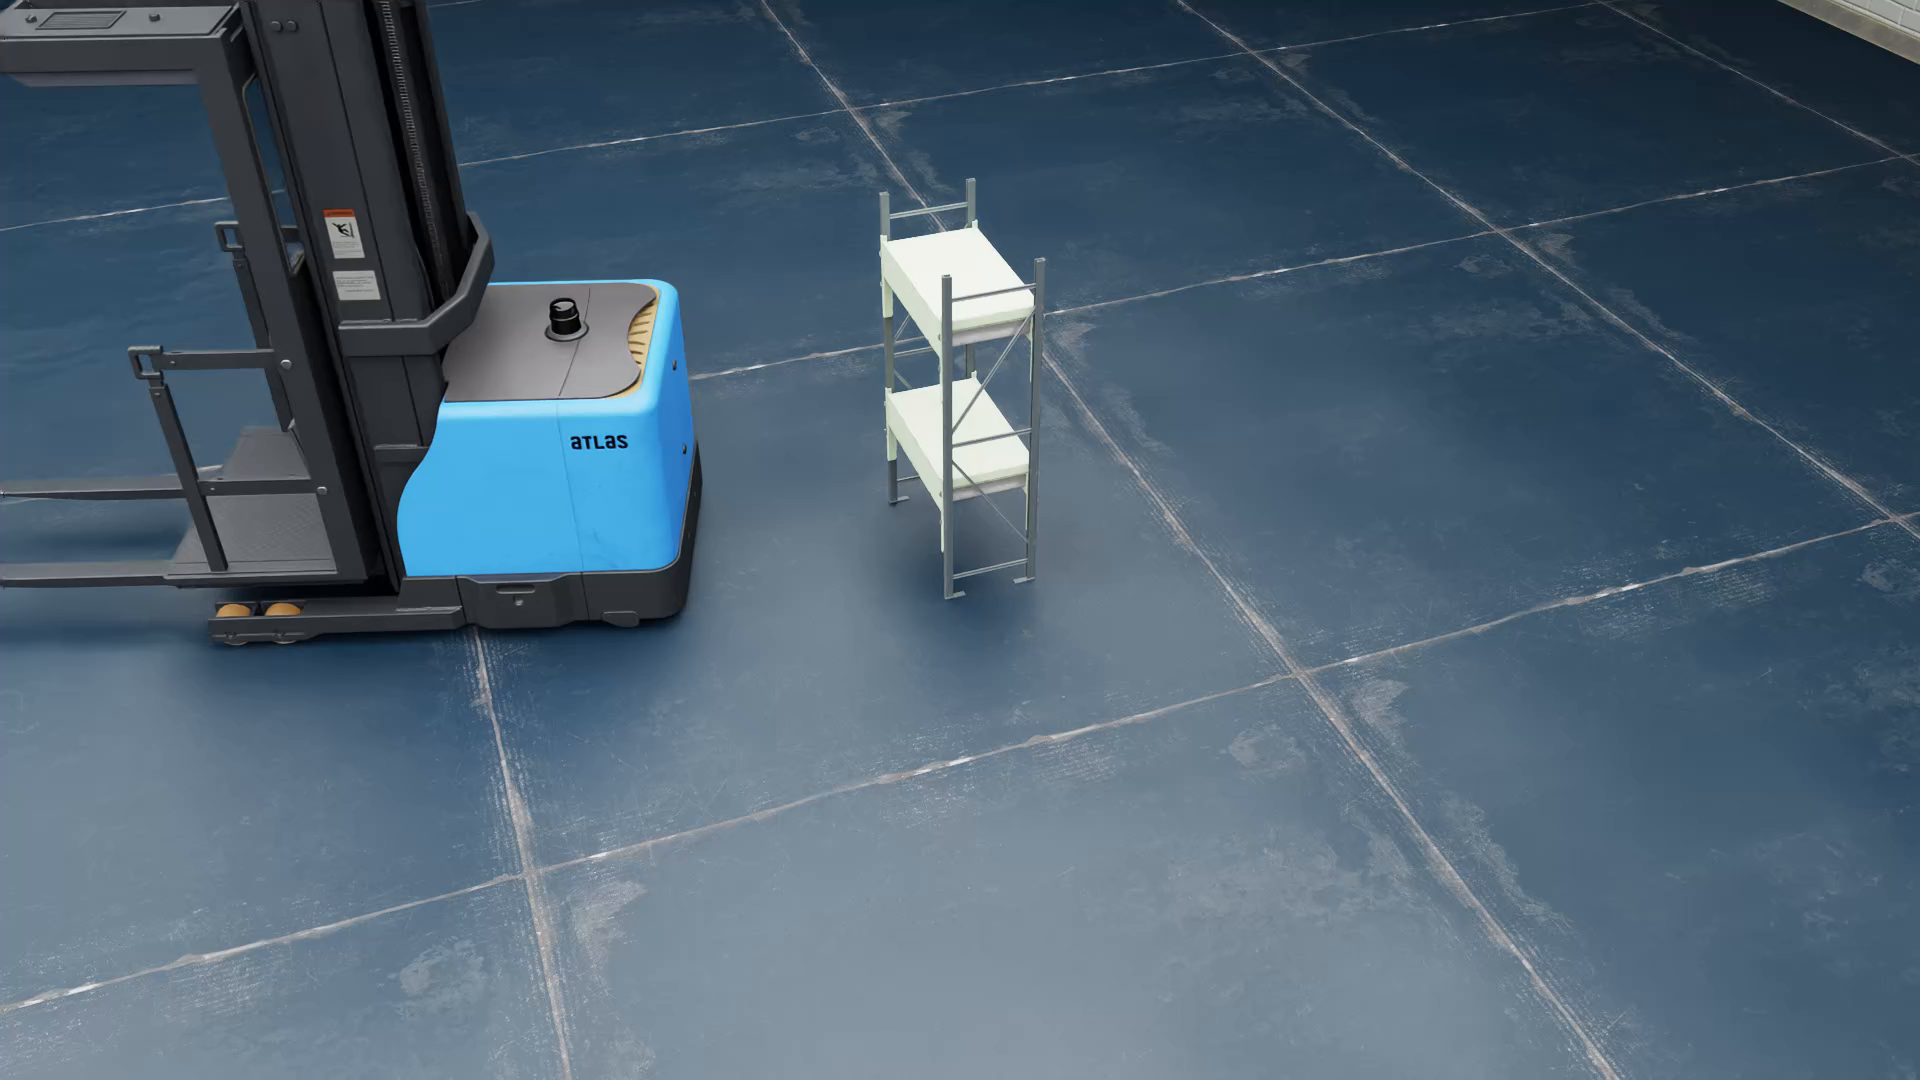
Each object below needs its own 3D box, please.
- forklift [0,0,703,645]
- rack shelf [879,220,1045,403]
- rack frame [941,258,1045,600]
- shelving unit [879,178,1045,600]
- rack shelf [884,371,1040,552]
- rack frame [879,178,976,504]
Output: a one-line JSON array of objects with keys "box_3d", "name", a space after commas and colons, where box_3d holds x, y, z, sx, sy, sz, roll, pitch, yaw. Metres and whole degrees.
[{"box_3d": [-2.651, -1.074, 6.240, 3.031, 2.935, 1.130, -2, 37, -2], "name": "forklift"}, {"box_3d": [-0.002, -0.915, 6.569, 0.431, 0.370, 0.720, -12, 39, -16], "name": "rack shelf"}, {"box_3d": [0.124, -0.396, 6.529, 0.400, 1.500, 0.023, -12, 39, -16], "name": "rack frame"}, {"box_3d": [-0.002, -0.603, 6.804, 0.431, 1.500, 0.755, -12, 39, -16], "name": "shelving unit"}, {"box_3d": [-0.002, -0.342, 7.000, 0.431, 0.370, 0.720, -12, 39, -16], "name": "rack shelf"}, {"box_3d": [-0.128, -0.810, 7.078, 0.400, 1.500, 0.023, -12, 39, -16], "name": "rack frame"}]
